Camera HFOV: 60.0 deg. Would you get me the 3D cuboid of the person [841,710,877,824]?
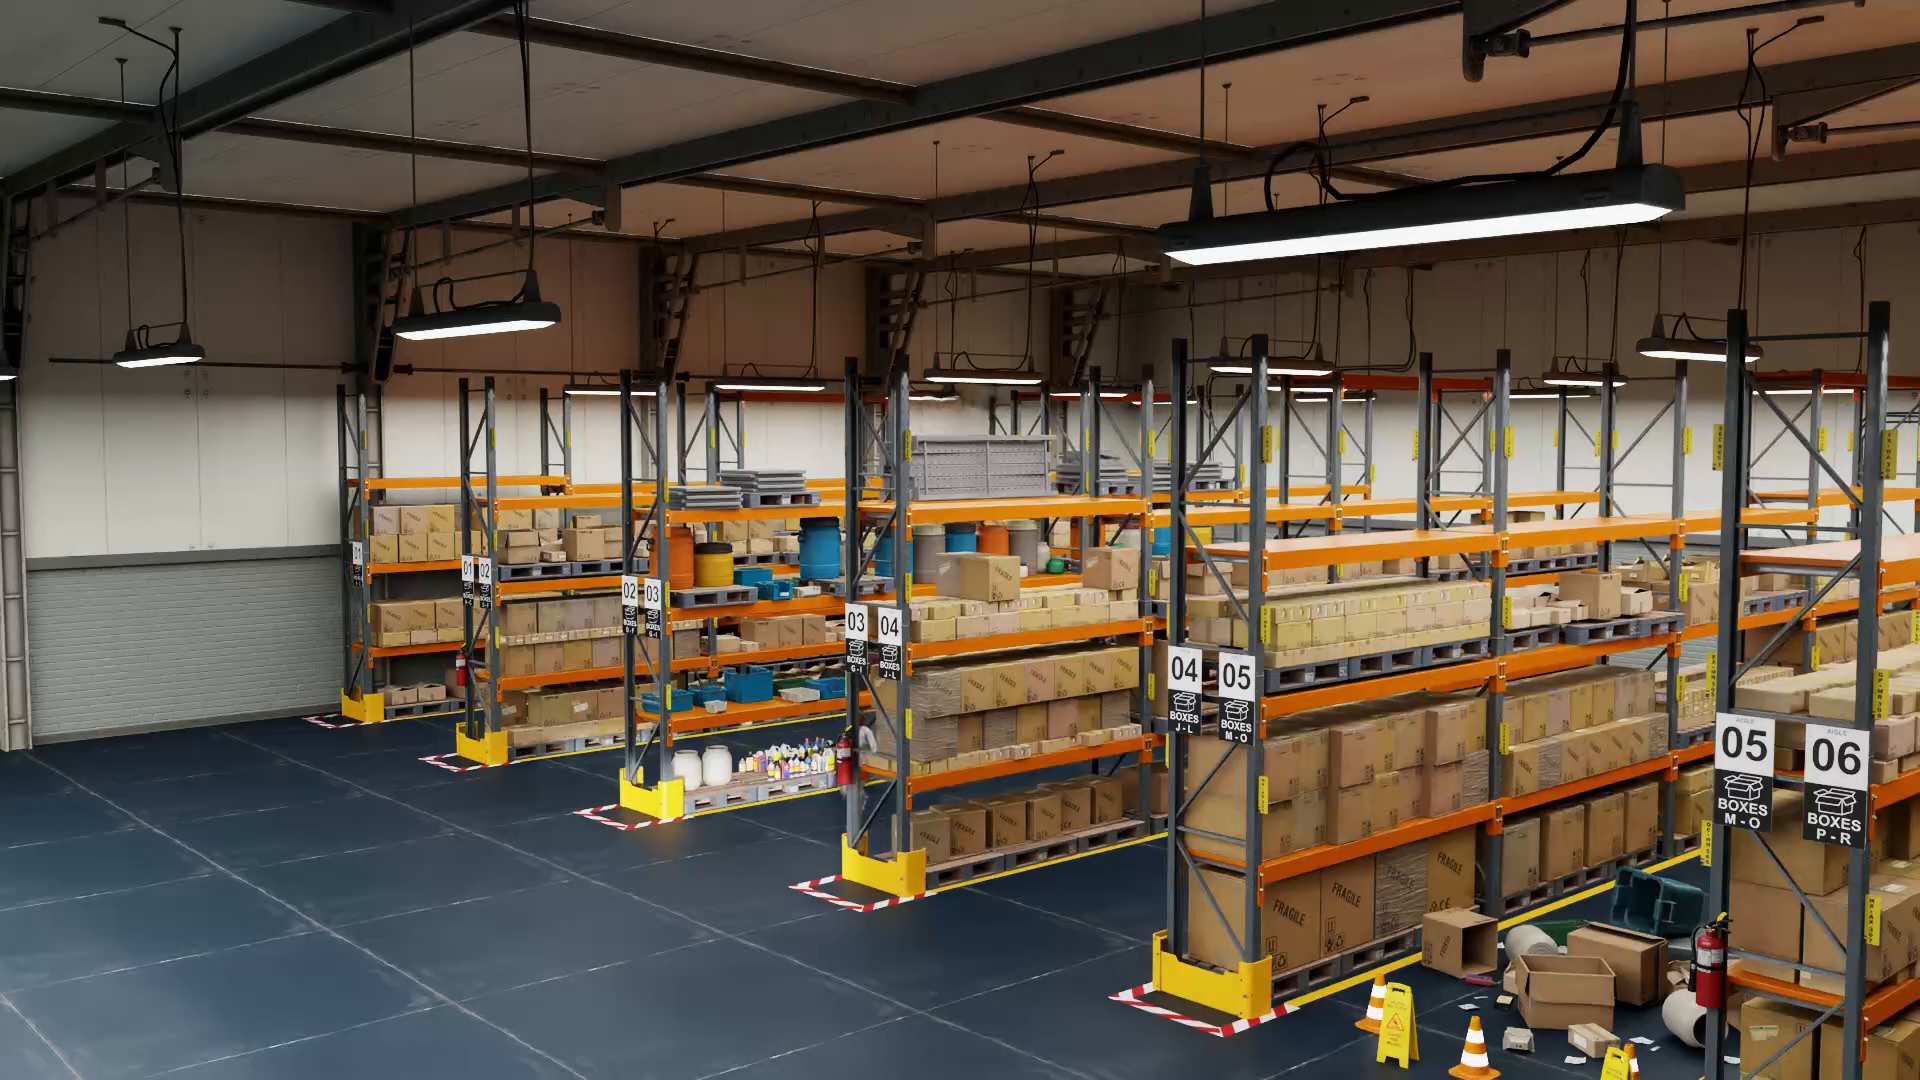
[{"bbox_3d":[-1.321,2.974,21.679,0.552,1.558,0.532,2,4,27],"label":"person"}]
